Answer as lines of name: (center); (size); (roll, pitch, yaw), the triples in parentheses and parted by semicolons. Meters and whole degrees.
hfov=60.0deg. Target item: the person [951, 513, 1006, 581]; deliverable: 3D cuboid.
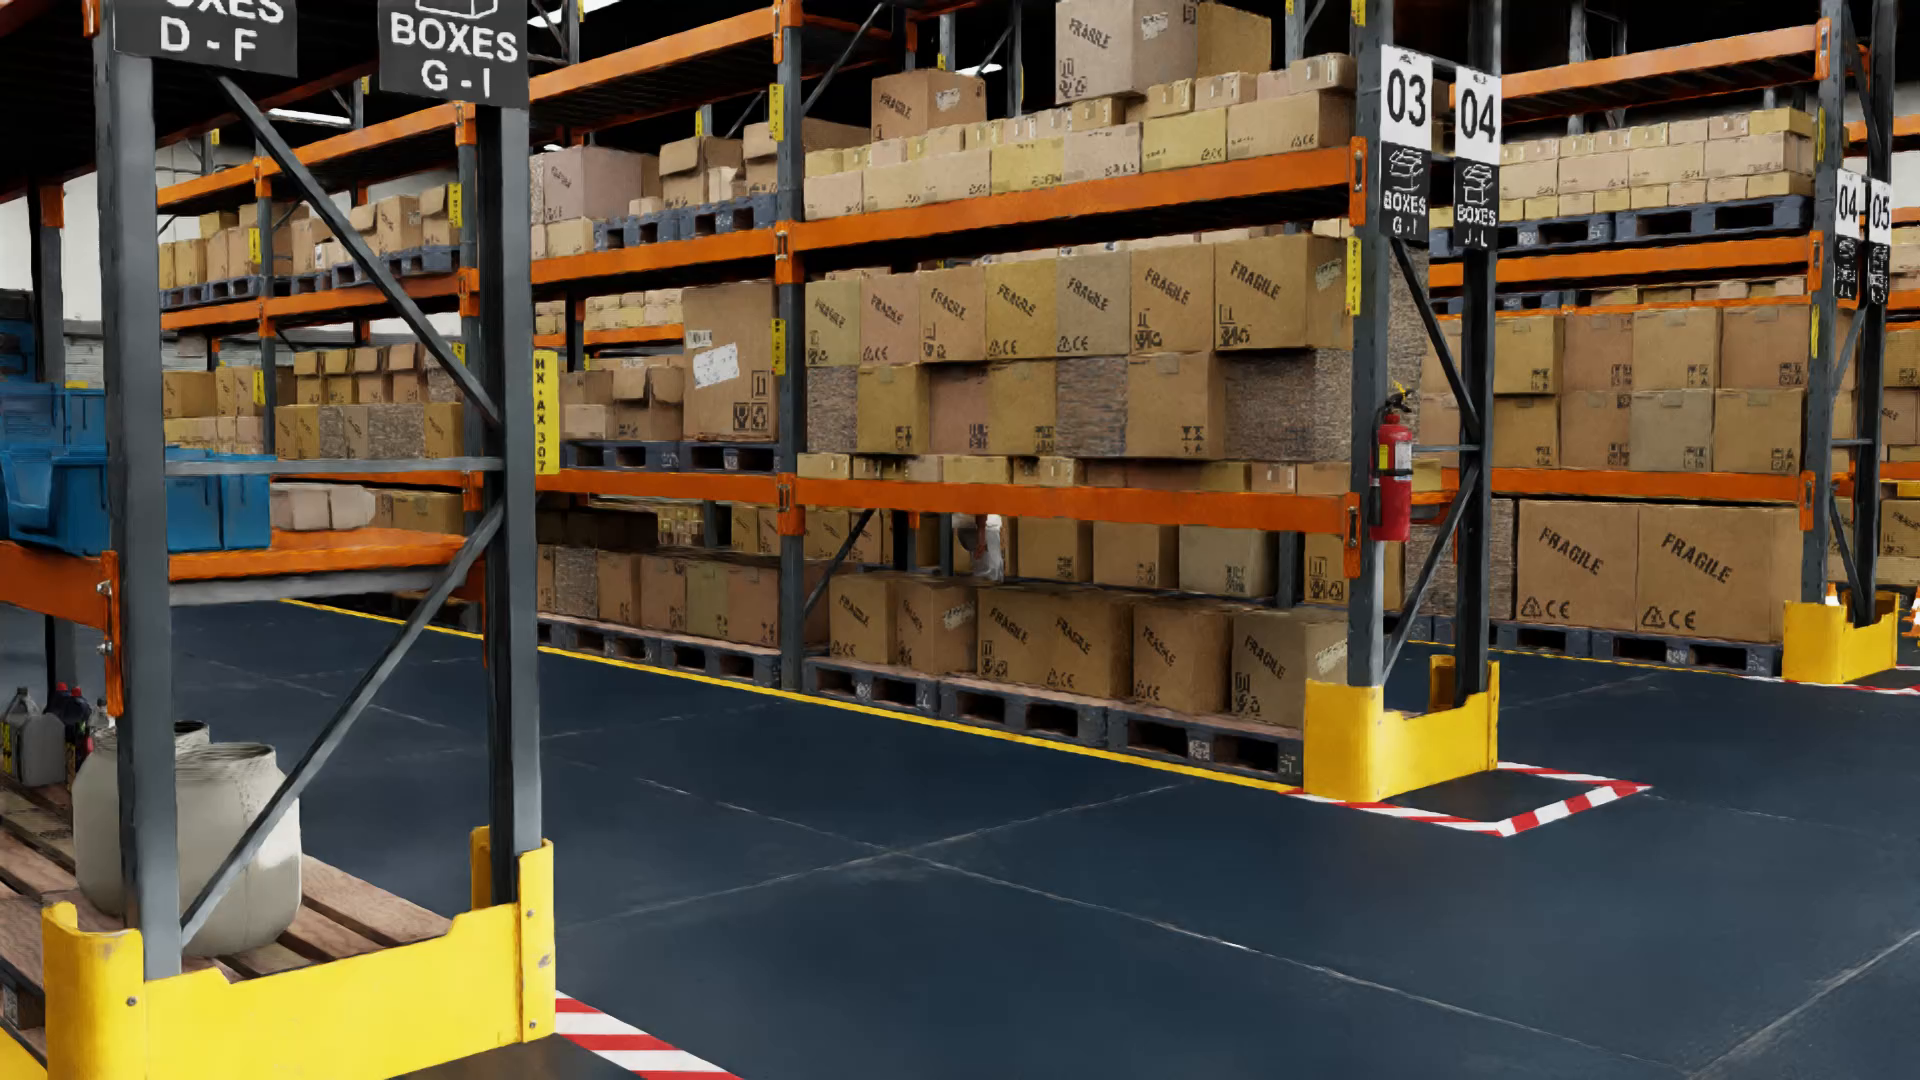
person: (0.151, -0.074, 11.618); (0.523, 1.743, 0.689); (-1, 4, -19)
